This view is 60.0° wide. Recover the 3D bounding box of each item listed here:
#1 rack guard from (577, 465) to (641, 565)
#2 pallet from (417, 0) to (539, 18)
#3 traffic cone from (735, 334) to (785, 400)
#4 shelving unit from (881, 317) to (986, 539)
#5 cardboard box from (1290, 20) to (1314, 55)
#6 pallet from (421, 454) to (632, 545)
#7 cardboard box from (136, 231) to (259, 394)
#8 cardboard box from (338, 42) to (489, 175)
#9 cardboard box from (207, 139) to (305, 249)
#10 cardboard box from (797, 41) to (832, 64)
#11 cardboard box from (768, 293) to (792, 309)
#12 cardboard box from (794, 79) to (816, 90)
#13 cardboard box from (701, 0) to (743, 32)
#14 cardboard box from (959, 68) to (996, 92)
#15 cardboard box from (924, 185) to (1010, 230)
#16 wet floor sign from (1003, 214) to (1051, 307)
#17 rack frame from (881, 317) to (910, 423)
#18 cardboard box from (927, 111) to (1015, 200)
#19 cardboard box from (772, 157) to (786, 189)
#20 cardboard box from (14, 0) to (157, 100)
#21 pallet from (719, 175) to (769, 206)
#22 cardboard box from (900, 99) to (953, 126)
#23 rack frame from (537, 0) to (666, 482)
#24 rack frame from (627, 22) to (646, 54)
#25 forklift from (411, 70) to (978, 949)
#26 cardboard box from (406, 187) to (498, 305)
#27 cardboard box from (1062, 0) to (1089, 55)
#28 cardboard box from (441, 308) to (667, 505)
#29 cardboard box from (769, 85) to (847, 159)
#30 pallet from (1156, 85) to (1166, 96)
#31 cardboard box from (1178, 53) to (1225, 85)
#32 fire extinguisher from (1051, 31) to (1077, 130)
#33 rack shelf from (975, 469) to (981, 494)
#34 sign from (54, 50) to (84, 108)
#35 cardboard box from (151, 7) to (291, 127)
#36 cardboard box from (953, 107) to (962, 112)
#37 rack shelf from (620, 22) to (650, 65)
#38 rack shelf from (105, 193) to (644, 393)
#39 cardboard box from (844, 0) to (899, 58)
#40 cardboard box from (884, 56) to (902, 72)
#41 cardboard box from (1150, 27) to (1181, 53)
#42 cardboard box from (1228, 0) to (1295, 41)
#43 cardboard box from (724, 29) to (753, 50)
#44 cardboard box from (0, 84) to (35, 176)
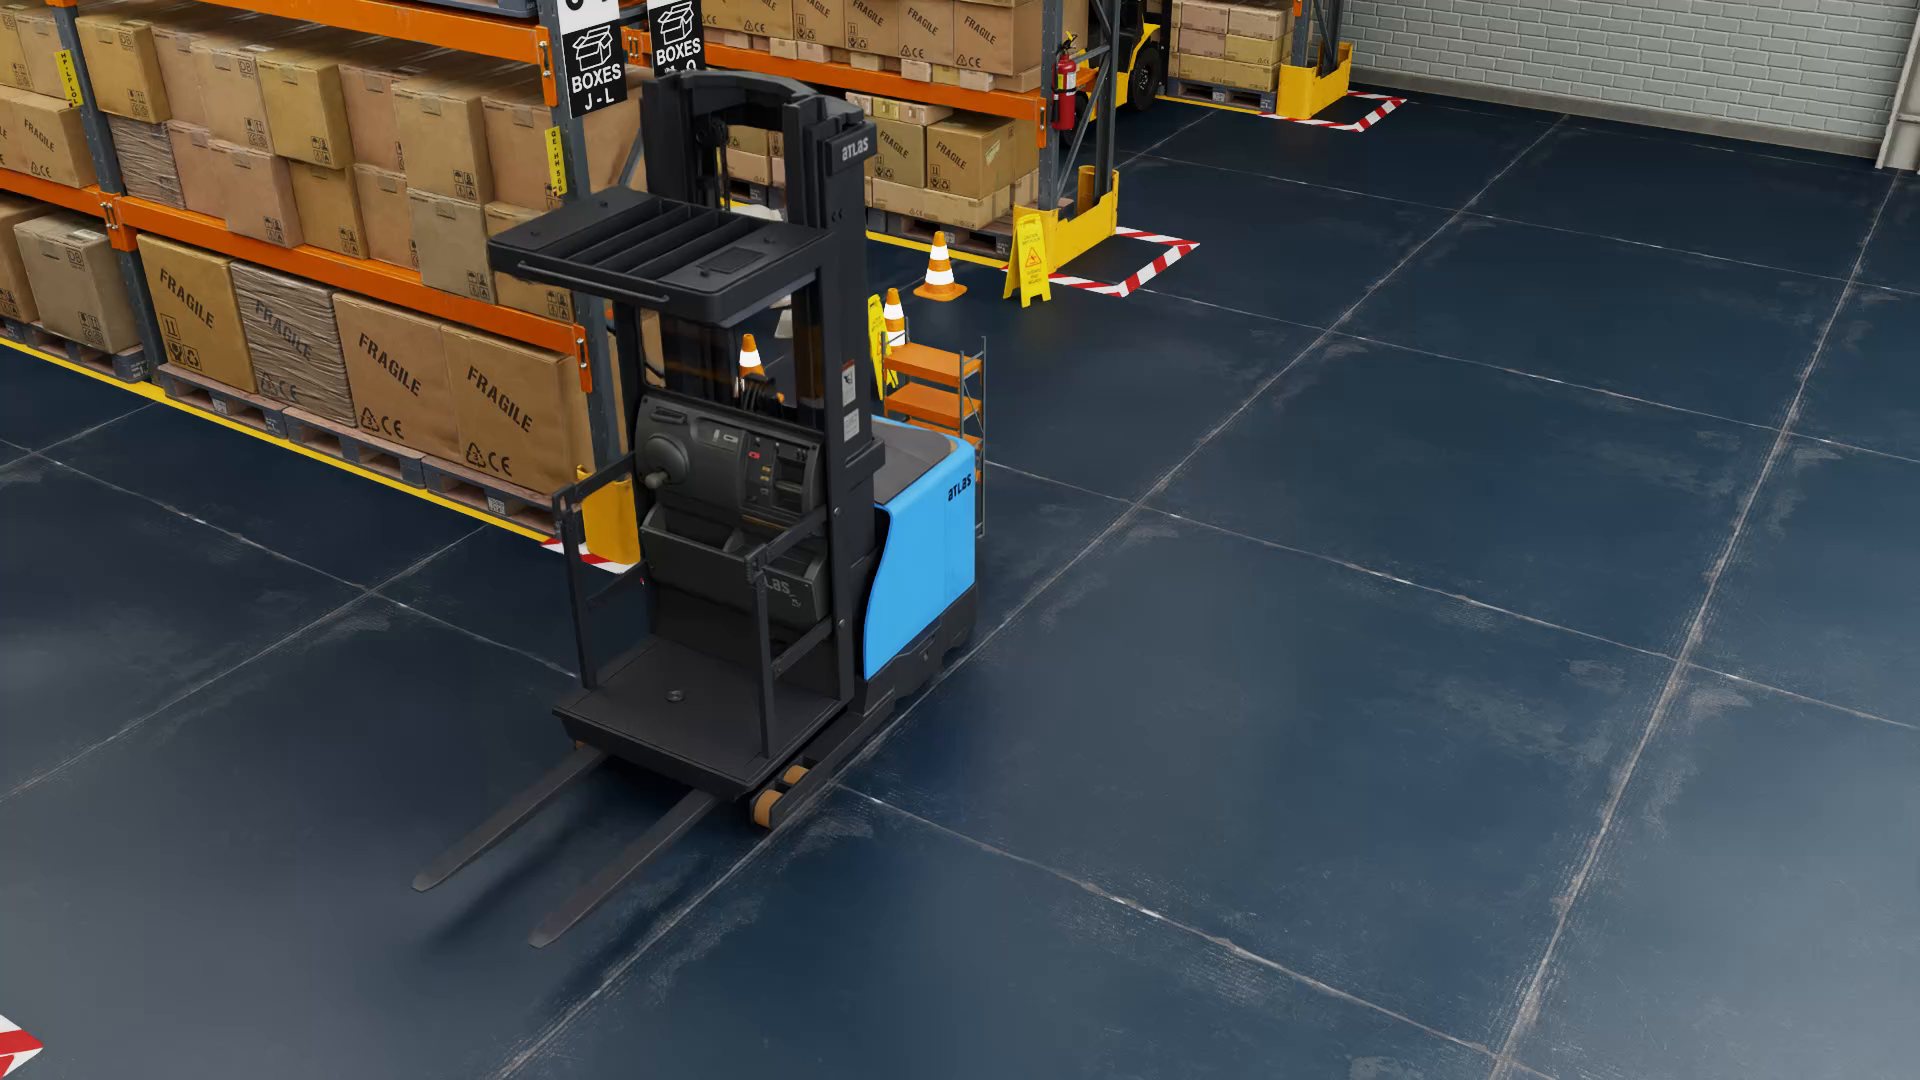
[{"bbox_3d":[-1.623,-0.363,9.376,0.348,0.500,1.175,18,35,27],"label":"rack guard"},{"bbox_3d":[-2.277,-2.901,8.357,1.213,0.211,1.003,18,35,27],"label":"pallet"},{"bbox_3d":[-1.338,-1.102,10.680,0.334,0.463,0.336,18,35,27],"label":"traffic cone"},{"bbox_3d":[-0.140,-0.563,9.024,0.503,1.200,0.258,18,35,27],"label":"shelving unit"},{"bbox_3d":[3.250,-5.133,16.887,0.500,0.250,0.500,18,35,28],"label":"cardboard box"},{"bbox_3d":[-2.362,-0.426,9.770,1.213,0.211,1.003,18,35,27],"label":"pallet"},{"bbox_3d":[-4.536,-1.586,10.684,0.875,0.875,0.875,18,35,28],"label":"cardboard box"},{"bbox_3d":[-2.854,-2.412,9.188,0.550,0.550,0.875,18,35,27],"label":"cardboard box"},{"bbox_3d":[-3.840,-2.159,9.826,0.550,0.550,0.875,18,35,27],"label":"cardboard box"},{"bbox_3d":[-1.082,-3.929,13.257,0.250,0.149,0.380,17,34,27],"label":"cardboard box"},{"bbox_3d":[-1.281,-1.846,12.268,0.380,0.149,0.250,-15,33,-24],"label":"cardboard box"},{"bbox_3d":[-1.389,-3.718,13.571,0.250,0.149,0.380,20,36,30],"label":"cardboard box"},{"bbox_3d":[-1.823,-4.471,13.543,0.500,0.500,0.500,17,34,27],"label":"cardboard box"},{"bbox_3d":[0.198,-3.510,12.539,0.250,0.149,0.380,17,34,27],"label":"cardboard box"},{"bbox_3d":[0.054,-2.691,13.198,0.500,0.250,0.500,17,34,27],"label":"cardboard box"},{"bbox_3d":[0.494,-2.065,12.149,0.267,0.644,0.232,-21,36,-32],"label":"wet floor sign"},{"bbox_3d":[-0.347,-0.628,9.136,0.015,1.200,0.240,18,35,27],"label":"rack frame"},{"bbox_3d":[0.085,-3.010,13.001,0.500,0.500,0.500,18,35,28],"label":"cardboard box"},{"bbox_3d":[-1.220,-3.102,13.902,0.500,0.250,0.500,17,34,27],"label":"cardboard box"},{"bbox_3d":[-5.455,-3.126,10.541,0.500,0.500,0.700,17,34,27],"label":"cardboard box"},{"bbox_3d":[-1.898,-3.291,14.682,1.213,0.211,1.003,18,35,27],"label":"pallet"},{"bbox_3d":[-0.261,-3.360,12.957,0.250,0.149,0.380,19,35,29],"label":"cardboard box"},{"bbox_3d":[-1.644,-1.449,8.758,0.127,3.000,1.000,18,35,27],"label":"rack frame"},{"bbox_3d":[-2.486,-4.661,14.262,0.127,3.000,1.000,18,35,27],"label":"rack frame"},{"bbox_3d":[-1.092,-0.294,6.845,1.130,2.935,3.031,16,34,26],"label":"forklift"},{"bbox_3d":[-2.459,-1.732,9.094,0.550,0.550,0.875,18,35,27],"label":"cardboard box"},{"bbox_3d":[0.649,-4.006,12.746,0.500,0.500,0.500,17,34,27],"label":"cardboard box"},{"bbox_3d":[-2.253,-0.866,9.450,0.875,0.875,0.875,18,35,28],"label":"cardboard box"},{"bbox_3d":[-1.231,-3.427,13.715,0.500,0.500,0.500,20,36,30],"label":"cardboard box"},{"bbox_3d":[1.839,-5.018,17.643,1.213,0.211,1.003,18,35,27],"label":"pallet"},{"bbox_3d":[2.556,-4.831,16.865,0.500,0.250,0.500,18,35,27],"label":"cardboard box"},{"bbox_3d":[0.754,-3.328,12.055,0.183,0.674,0.296,18,35,27],"label":"fire extinguisher"},{"bbox_3d":[-0.140,-0.333,9.158,0.480,0.148,0.258,18,35,27],"label":"rack shelf"},{"bbox_3d":[-5.312,-2.753,9.921,0.005,0.325,0.100,18,35,27],"label":"sign"},{"bbox_3d":[-4.210,-2.841,9.922,0.550,0.550,0.875,18,35,27],"label":"cardboard box"},{"bbox_3d":[-0.099,-3.385,13.644,0.500,0.500,0.500,16,34,26],"label":"cardboard box"},{"bbox_3d":[-4.179,-4.886,15.362,4.000,0.370,1.077,18,35,27],"label":"rack shelf"},{"bbox_3d":[-3.338,-1.674,9.857,4.000,0.370,1.077,18,35,27],"label":"rack shelf"},{"bbox_3d":[-0.547,-4.060,12.838,0.500,0.500,0.500,17,34,27],"label":"cardboard box"},{"bbox_3d":[-0.384,-3.772,12.989,0.250,0.149,0.380,18,35,28],"label":"cardboard box"},{"bbox_3d":[2.092,-5.184,16.974,0.500,0.250,0.500,17,34,26],"label":"cardboard box"},{"bbox_3d":[2.982,-5.124,16.377,0.500,0.250,0.500,19,35,29],"label":"cardboard box"},{"bbox_3d":[-1.716,-4.146,13.629,0.250,0.149,0.380,19,35,29],"label":"cardboard box"},{"bbox_3d":[-6.043,-2.725,10.845,0.500,0.500,0.500,17,34,27],"label":"cardboard box"}]
